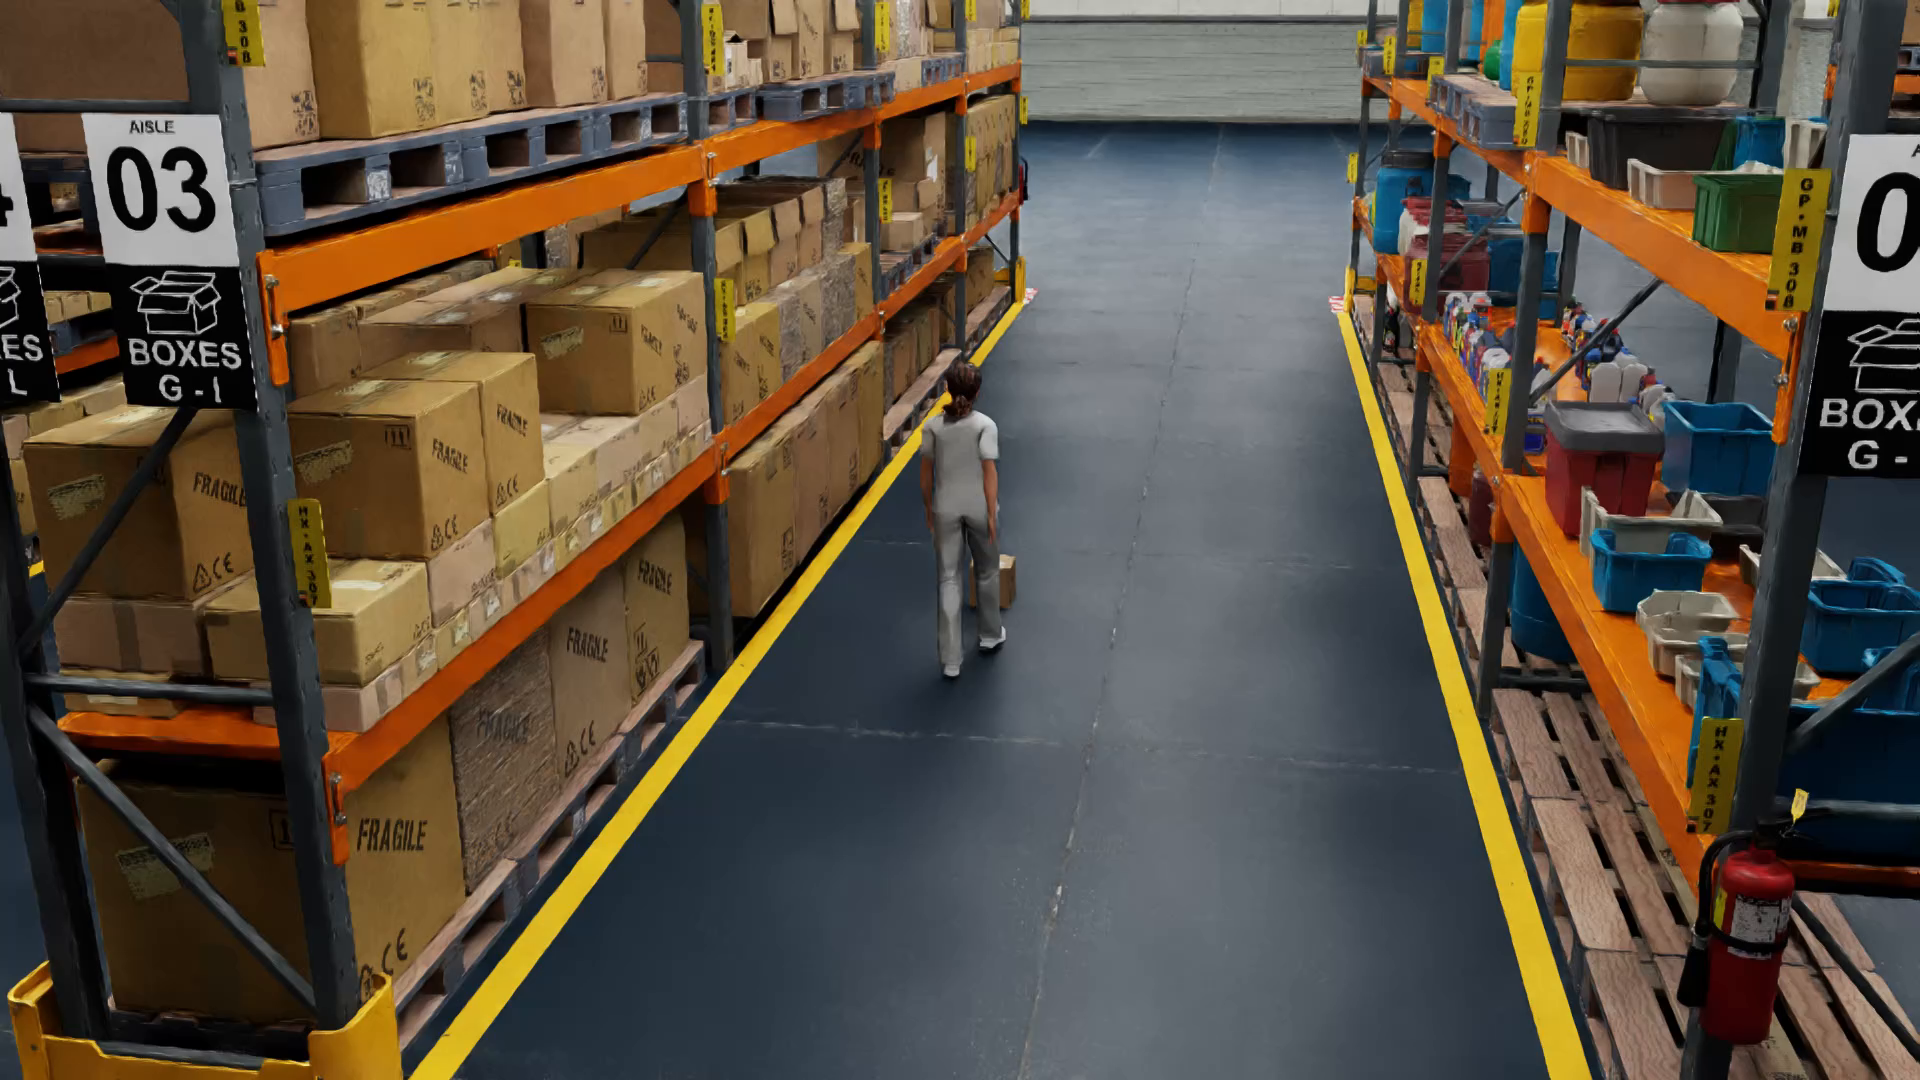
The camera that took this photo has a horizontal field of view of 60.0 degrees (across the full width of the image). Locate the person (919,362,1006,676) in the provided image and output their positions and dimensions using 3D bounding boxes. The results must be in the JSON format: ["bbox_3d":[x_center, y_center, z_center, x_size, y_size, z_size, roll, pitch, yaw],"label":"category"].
[{"bbox_3d":[0.007,-0.151,8.998,0.448,1.655,0.707,2,18,7],"label":"person"}]
